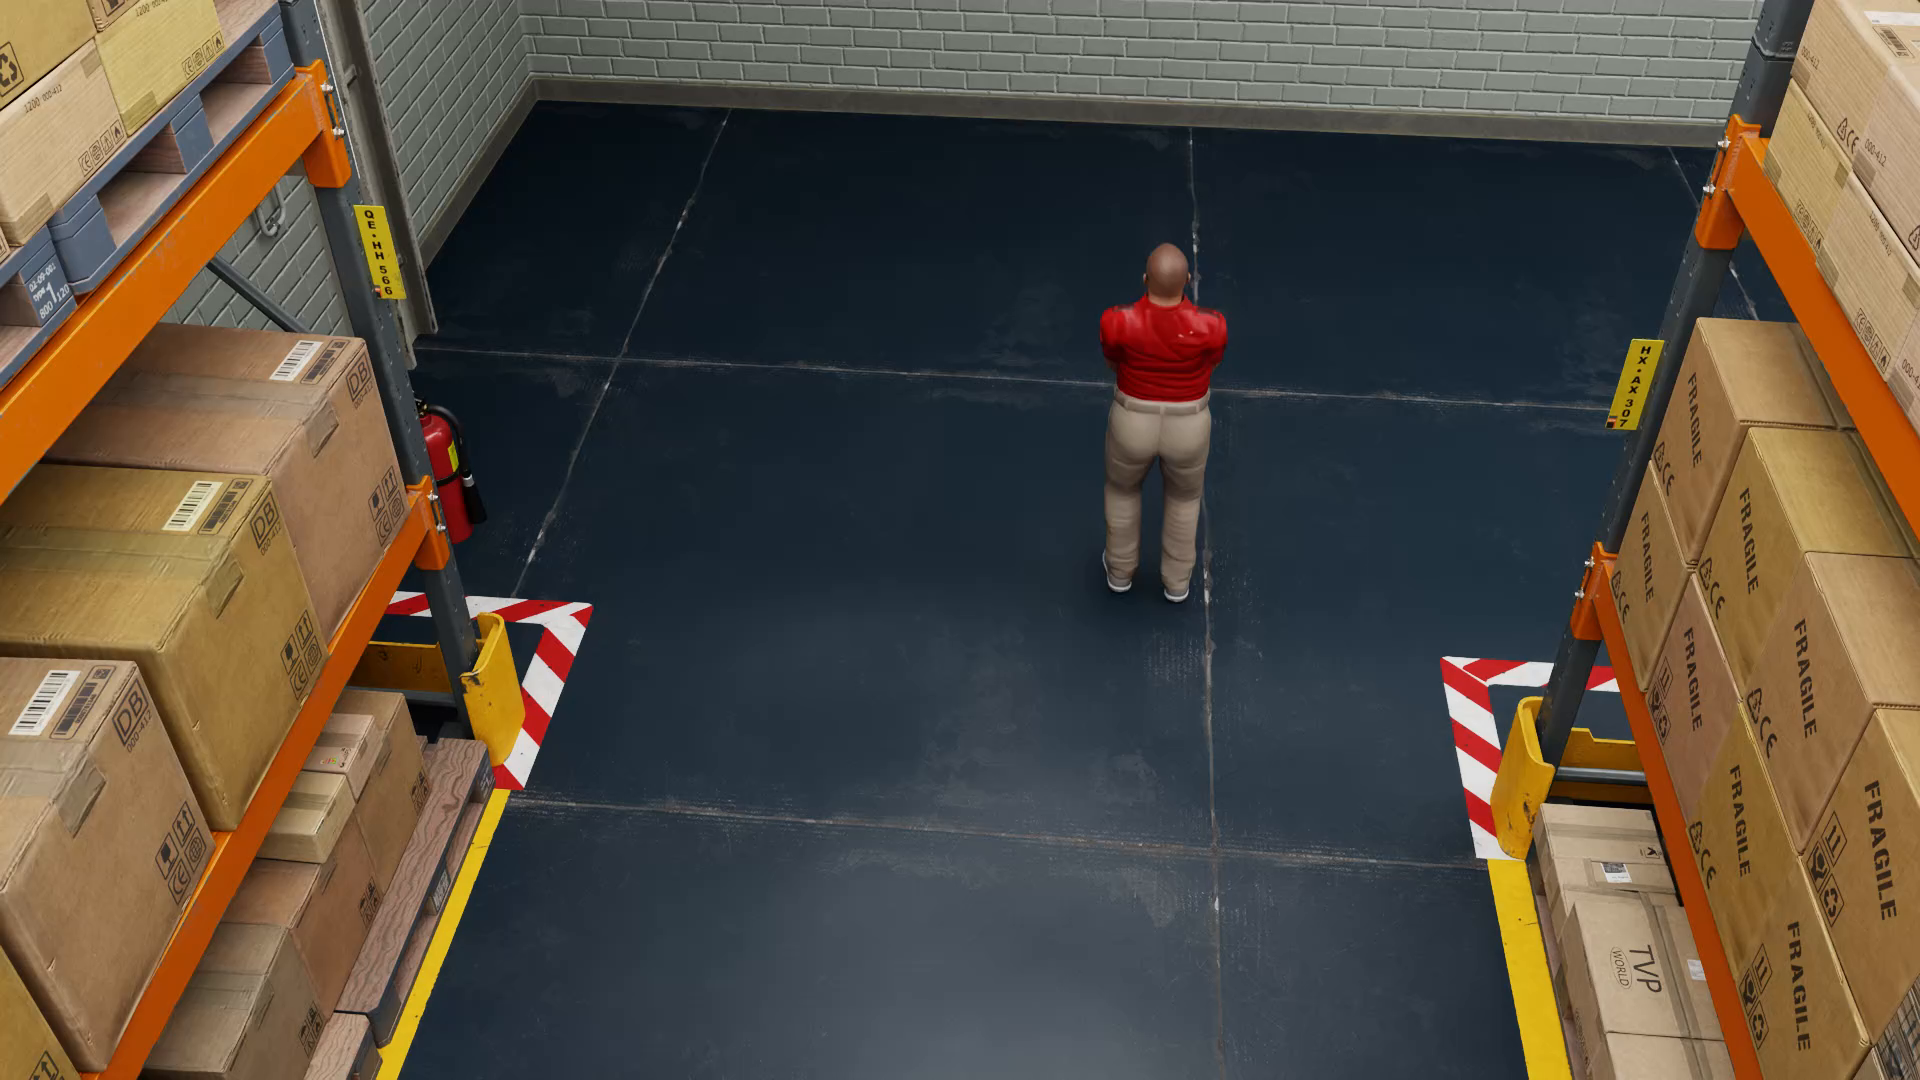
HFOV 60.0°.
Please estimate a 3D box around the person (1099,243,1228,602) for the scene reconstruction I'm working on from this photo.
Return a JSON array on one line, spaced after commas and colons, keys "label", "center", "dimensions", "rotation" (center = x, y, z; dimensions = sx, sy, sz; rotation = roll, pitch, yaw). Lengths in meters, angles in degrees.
[{"label": "person", "center": [0.796, -0.522, 6.804], "dimensions": [0.493, 1.712, 0.530], "rotation": [3, 40, 4]}]
